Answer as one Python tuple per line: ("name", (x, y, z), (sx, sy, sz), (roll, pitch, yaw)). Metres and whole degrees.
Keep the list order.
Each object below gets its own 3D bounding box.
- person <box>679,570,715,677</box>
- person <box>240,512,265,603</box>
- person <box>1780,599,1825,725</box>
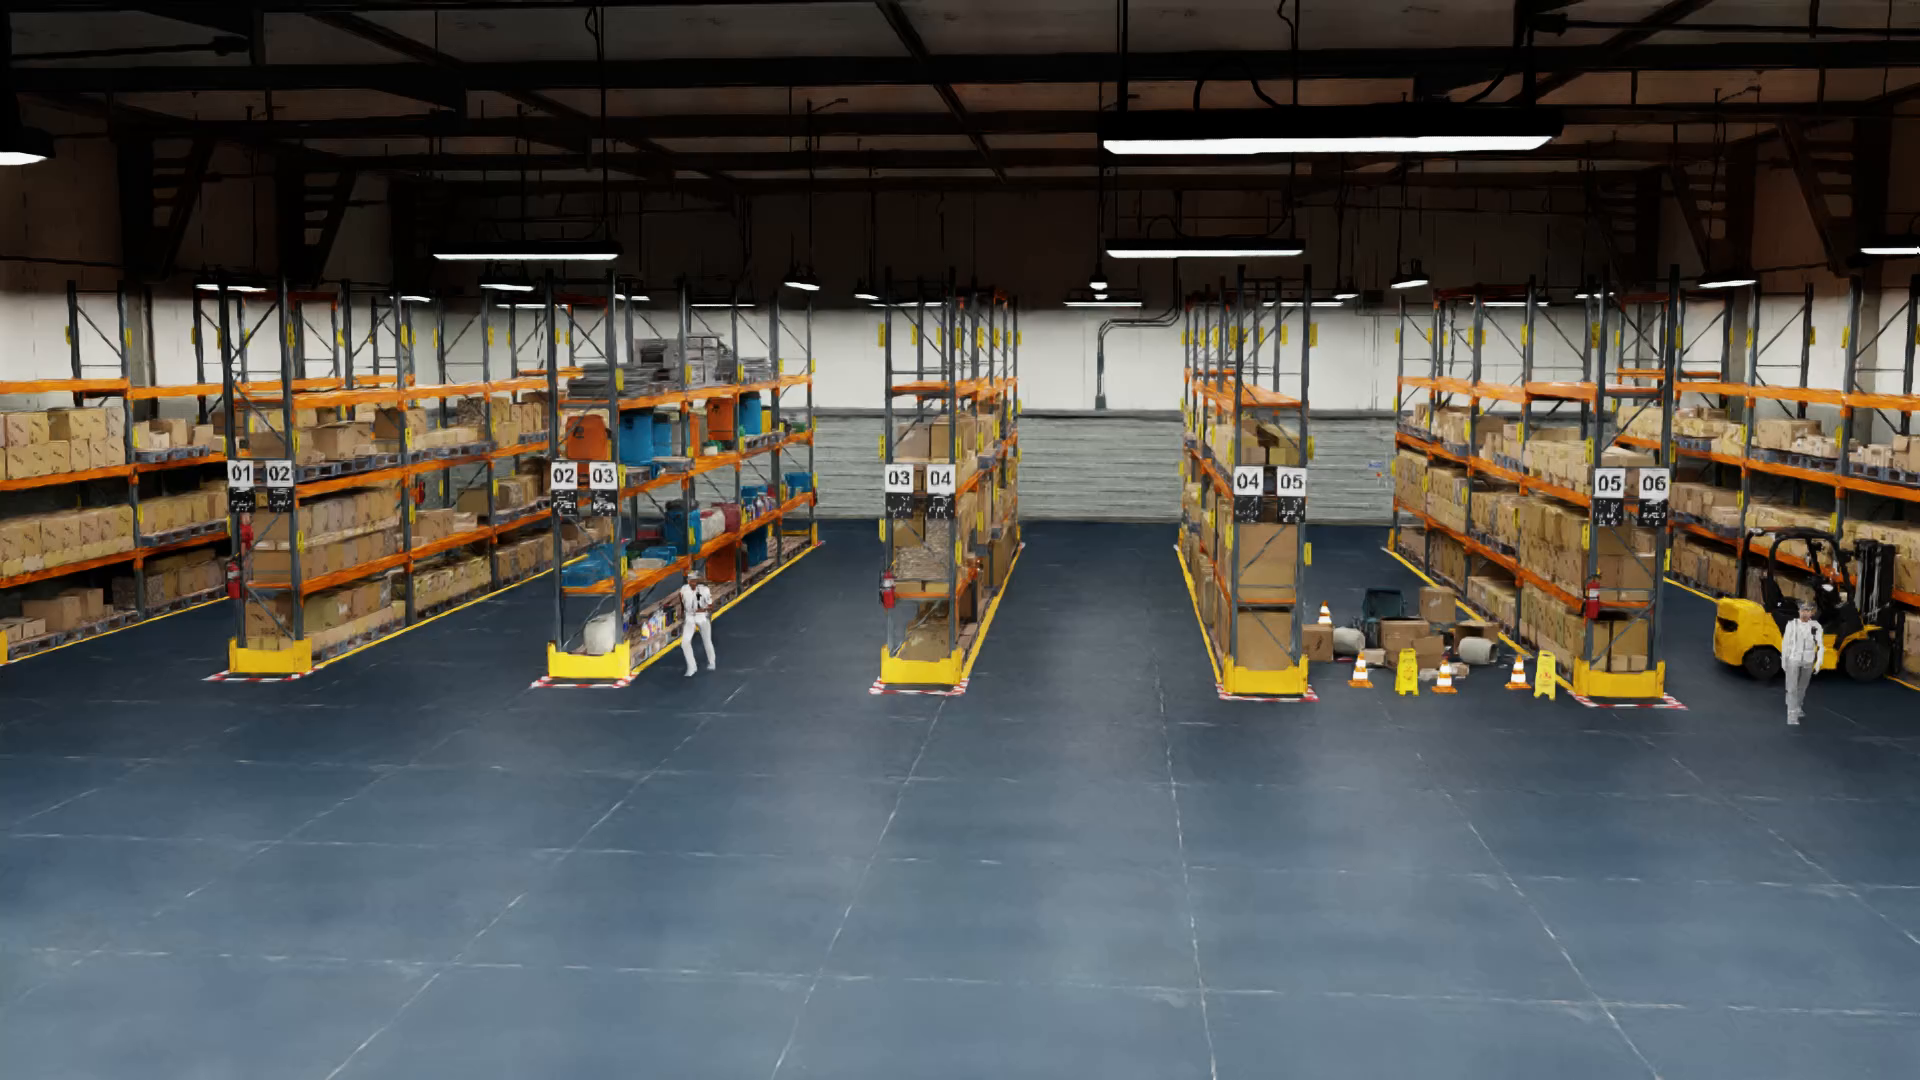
("person", (-3.929, 1.207, 24.785), (0.563, 1.612, 0.921), (0, 7, 1))
("person", (-13.421, 0.324, 31.369), (0.476, 1.738, 0.622), (-2, 7, -18))
("person", (10.970, 1.559, 21.647), (0.482, 1.621, 0.997), (2, 7, 14))
